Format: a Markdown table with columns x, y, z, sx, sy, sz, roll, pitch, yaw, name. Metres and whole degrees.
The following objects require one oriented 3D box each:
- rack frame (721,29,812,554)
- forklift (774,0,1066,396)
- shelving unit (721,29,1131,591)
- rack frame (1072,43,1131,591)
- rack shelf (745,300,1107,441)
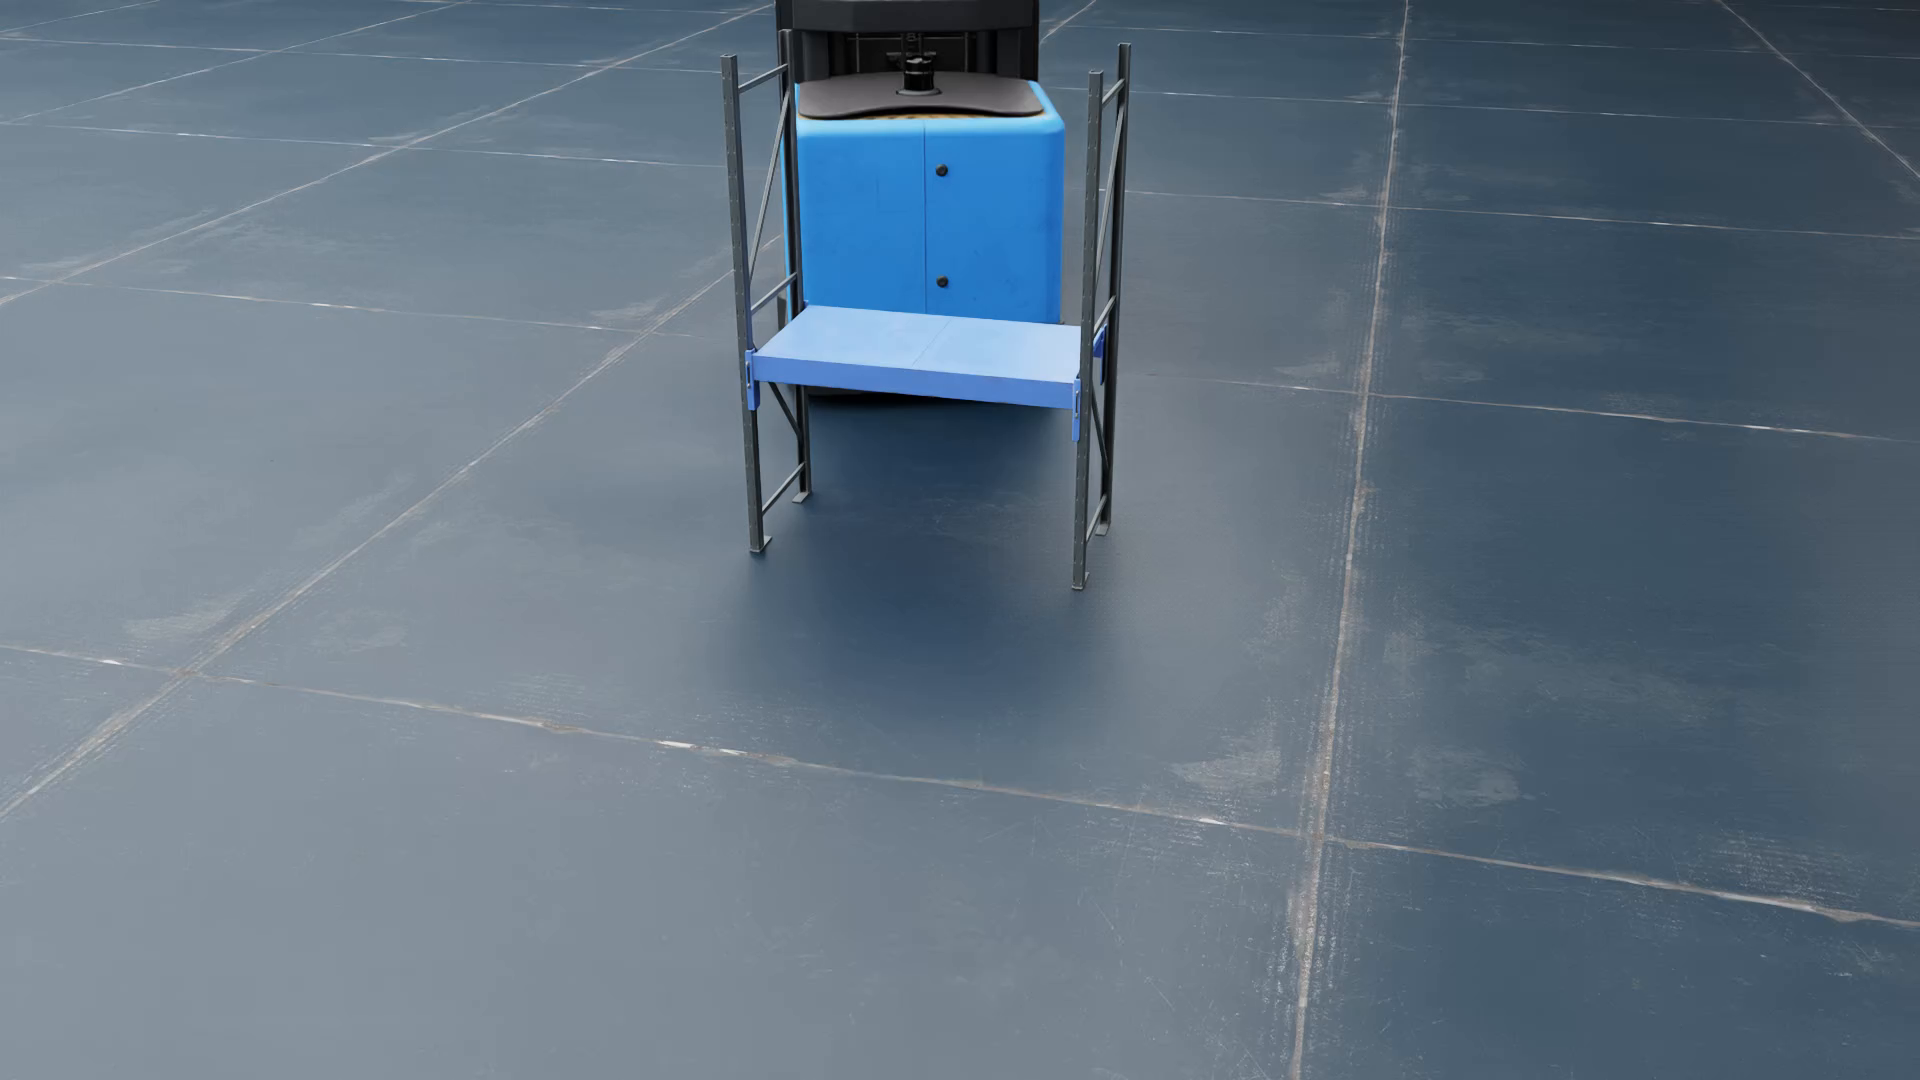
| x | y | z | sx | sy | sz | roll | pitch | yaw | name |
| --- | --- | --- | --- | --- | --- | --- | --- | --- | --- |
| -0.575 | -0.741 | 5.061 | 0.032 | 1.500 | 0.500 | 6 | 26 | 13 | rack frame |
| -0.236 | -2.460 | 7.008 | 1.130 | 2.935 | 3.031 | -2 | 26 | -4 | forklift |
| -0.083 | -0.686 | 4.947 | 1.048 | 1.500 | 0.538 | 6 | 26 | 13 | shelving unit |
| 0.410 | -0.632 | 4.832 | 0.032 | 1.500 | 0.500 | 6 | 26 | 13 | rack frame |
| -0.083 | -0.524 | 5.024 | 1.000 | 0.185 | 0.538 | 6 | 26 | 13 | rack shelf |
